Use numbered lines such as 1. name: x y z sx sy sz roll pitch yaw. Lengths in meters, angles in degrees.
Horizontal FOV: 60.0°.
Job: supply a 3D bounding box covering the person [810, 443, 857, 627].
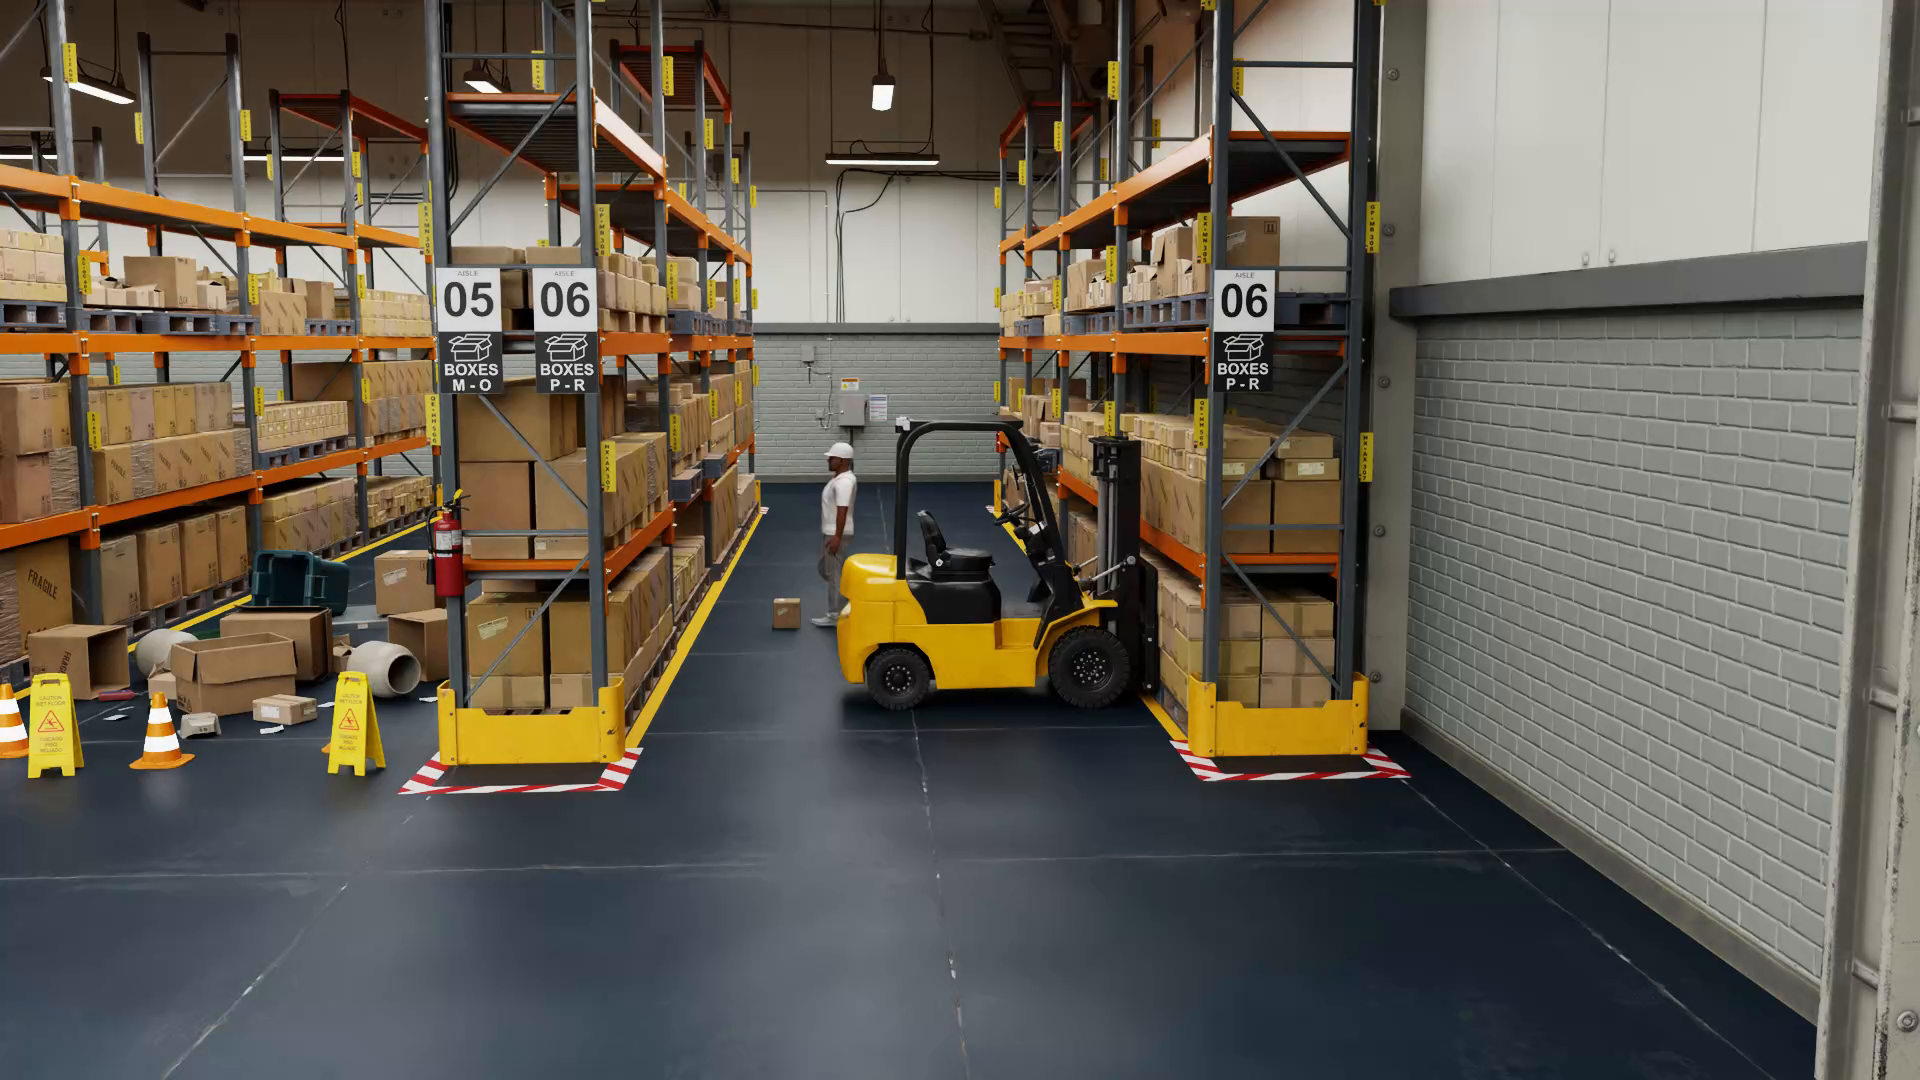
1. person: -1.193 -0.035 16.023 0.508 1.800 0.589 0 7 -3
